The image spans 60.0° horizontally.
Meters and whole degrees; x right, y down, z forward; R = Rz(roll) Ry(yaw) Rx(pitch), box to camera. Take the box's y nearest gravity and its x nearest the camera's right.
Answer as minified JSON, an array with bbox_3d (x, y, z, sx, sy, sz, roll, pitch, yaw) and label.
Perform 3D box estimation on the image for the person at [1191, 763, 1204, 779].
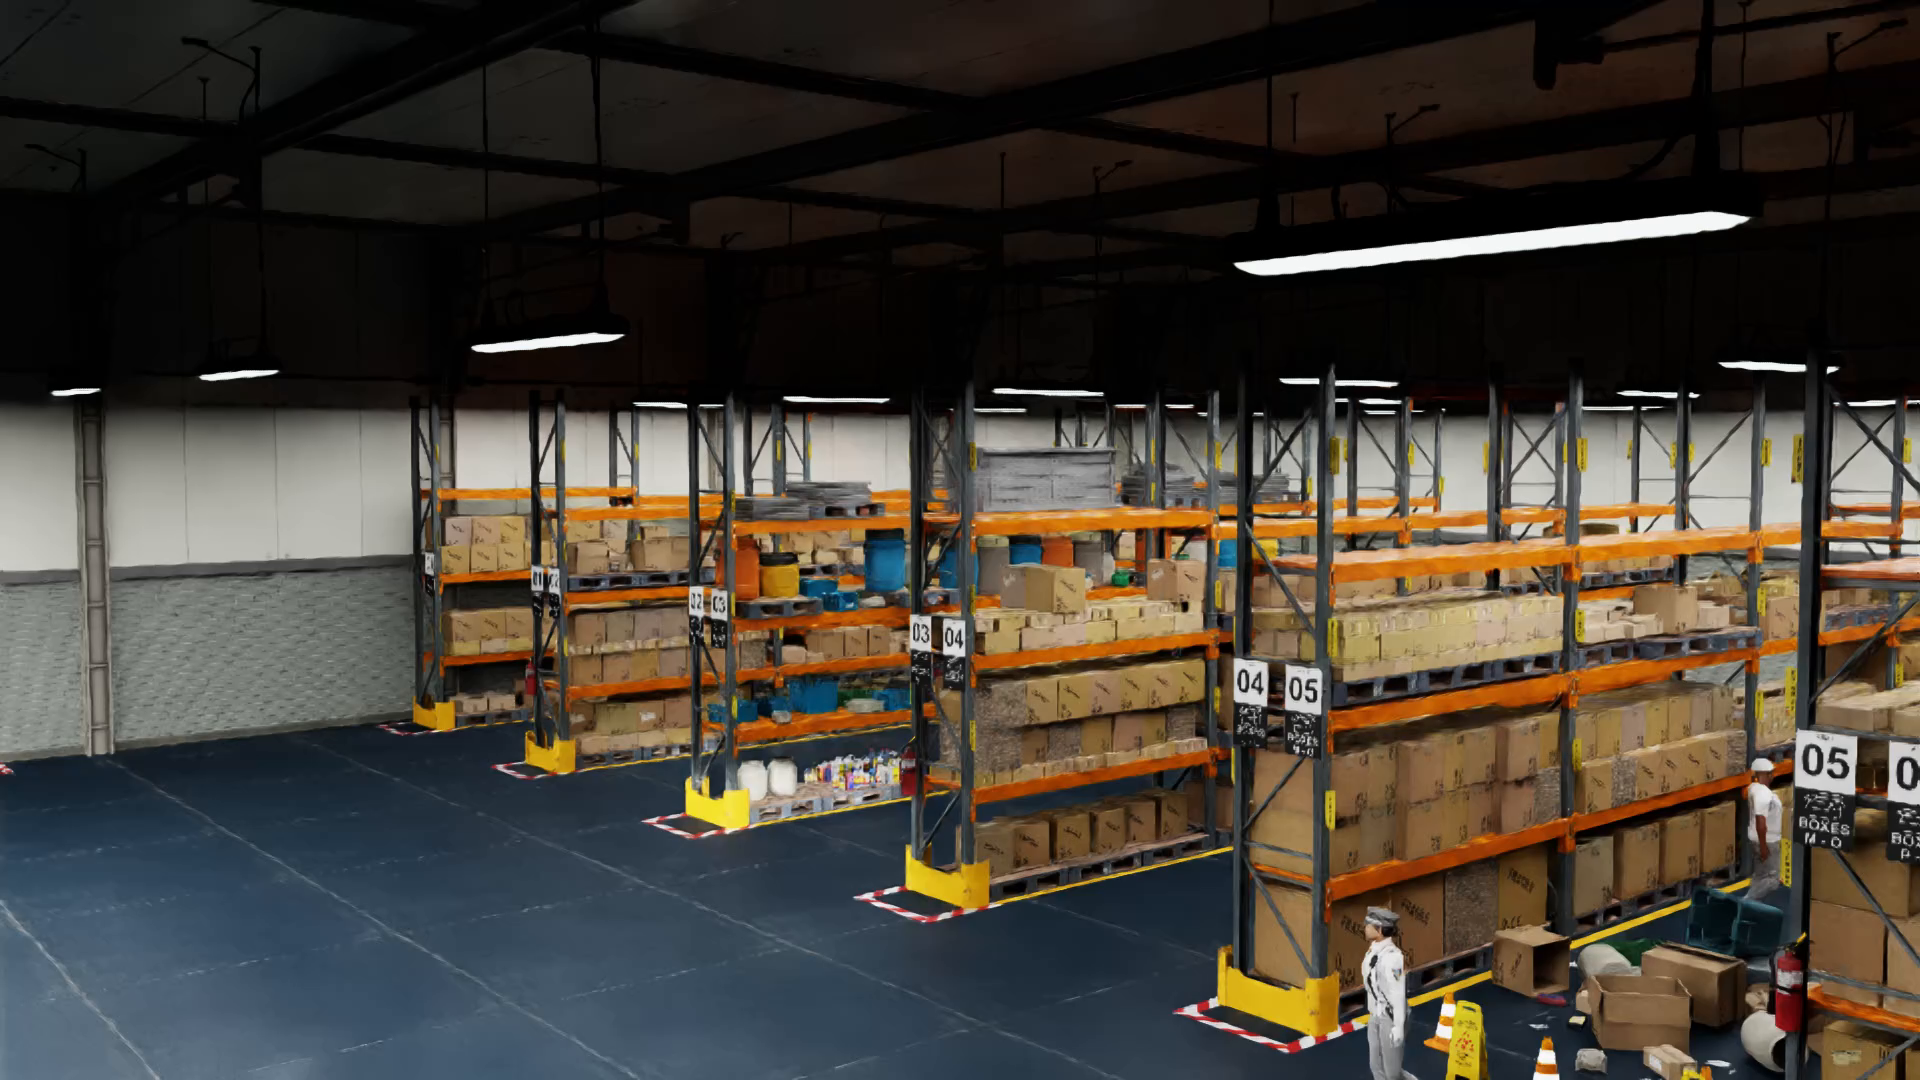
[{"bbox_3d":[3.423,2.936,23.647,0.574,1.640,0.543,-1,3,-12],"label":"person"}]

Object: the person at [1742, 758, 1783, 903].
[{"bbox_3d":[8.614,3.226,17.862,0.456,1.762,0.607,1,4,20],"label":"person"}]

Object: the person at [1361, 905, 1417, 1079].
[{"bbox_3d":[3.302,3.596,12.531,0.544,1.663,0.527,0,3,-4],"label":"person"}]
